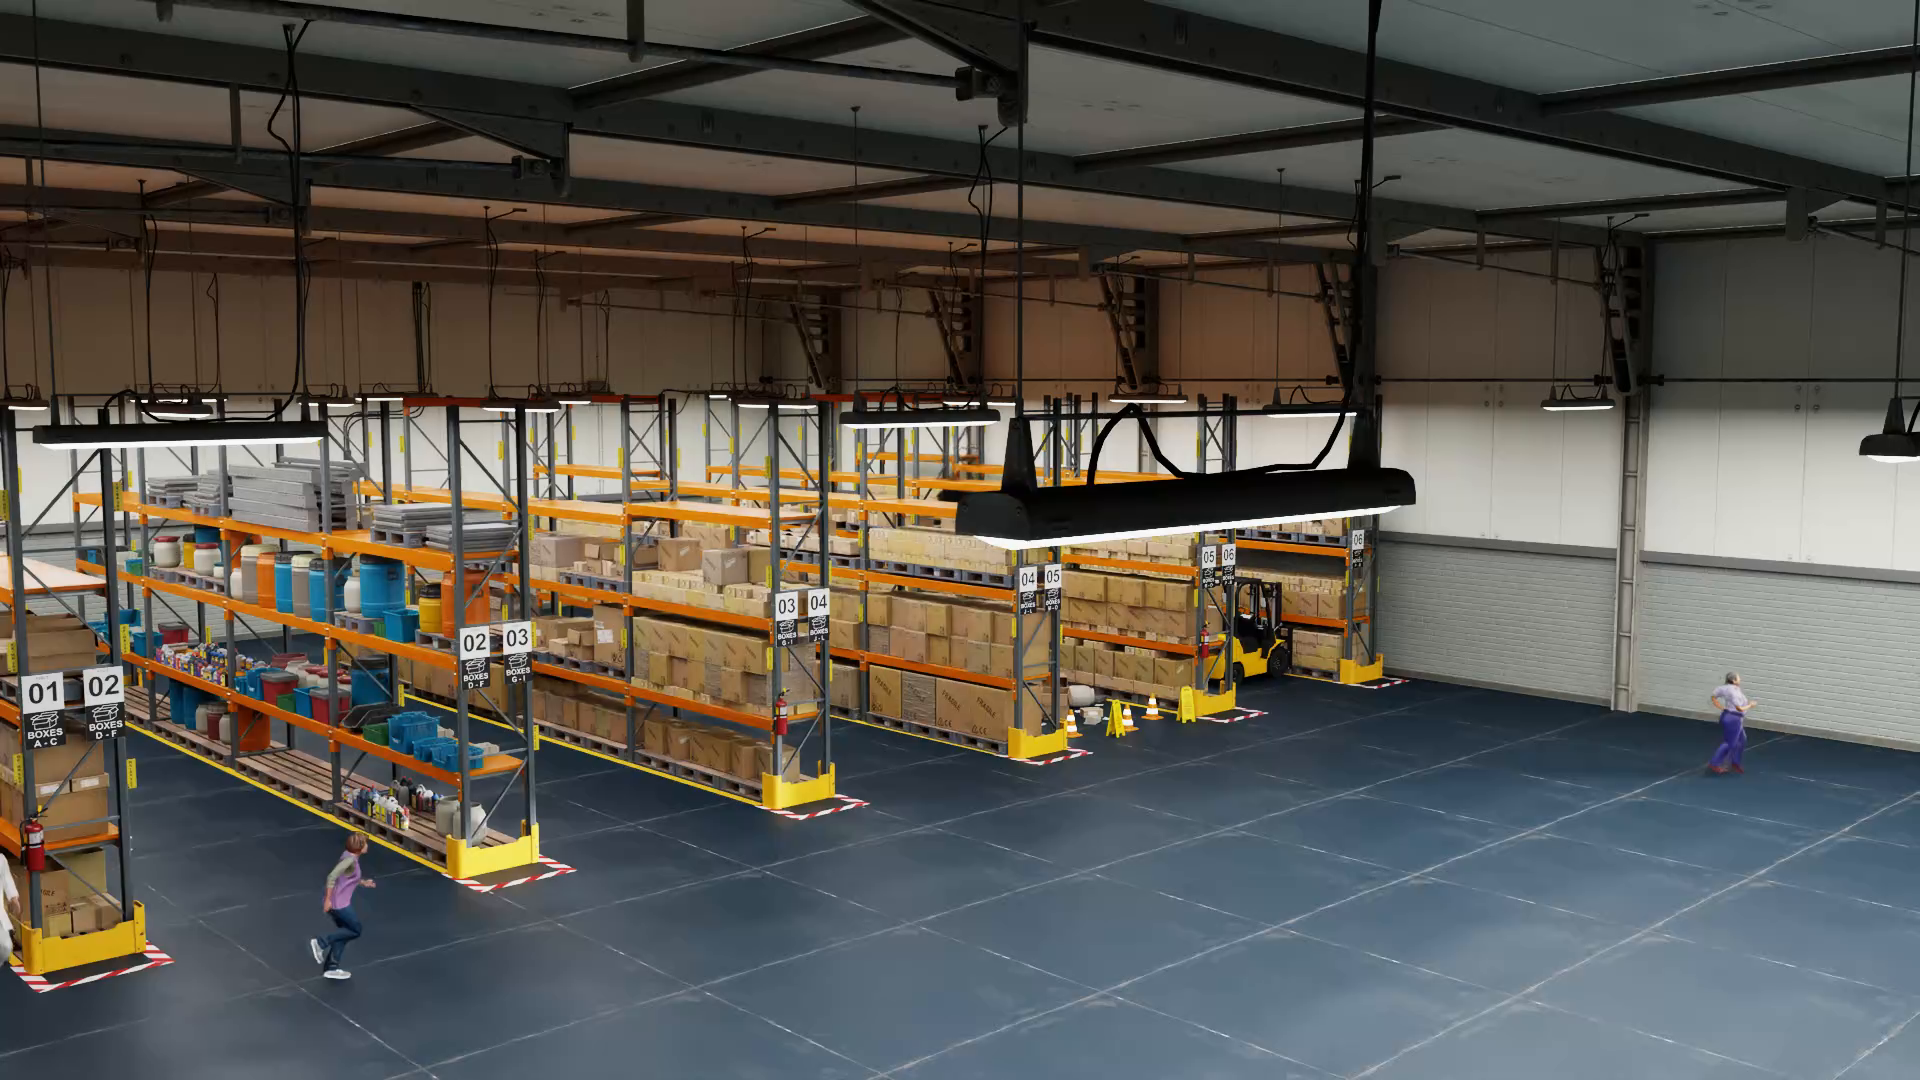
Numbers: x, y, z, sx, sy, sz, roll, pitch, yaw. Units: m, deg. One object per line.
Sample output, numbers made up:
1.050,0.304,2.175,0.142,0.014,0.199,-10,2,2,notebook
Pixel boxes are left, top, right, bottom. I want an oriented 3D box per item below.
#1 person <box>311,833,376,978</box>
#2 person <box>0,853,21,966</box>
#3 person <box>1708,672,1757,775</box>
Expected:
-6.541,3.884,17.637,0.667,1.530,0.528,-3,6,-25,person
-9.915,3.832,16.950,0.560,1.735,0.787,3,6,25,person
12.339,2.955,26.595,0.708,1.692,0.585,1,6,7,person
